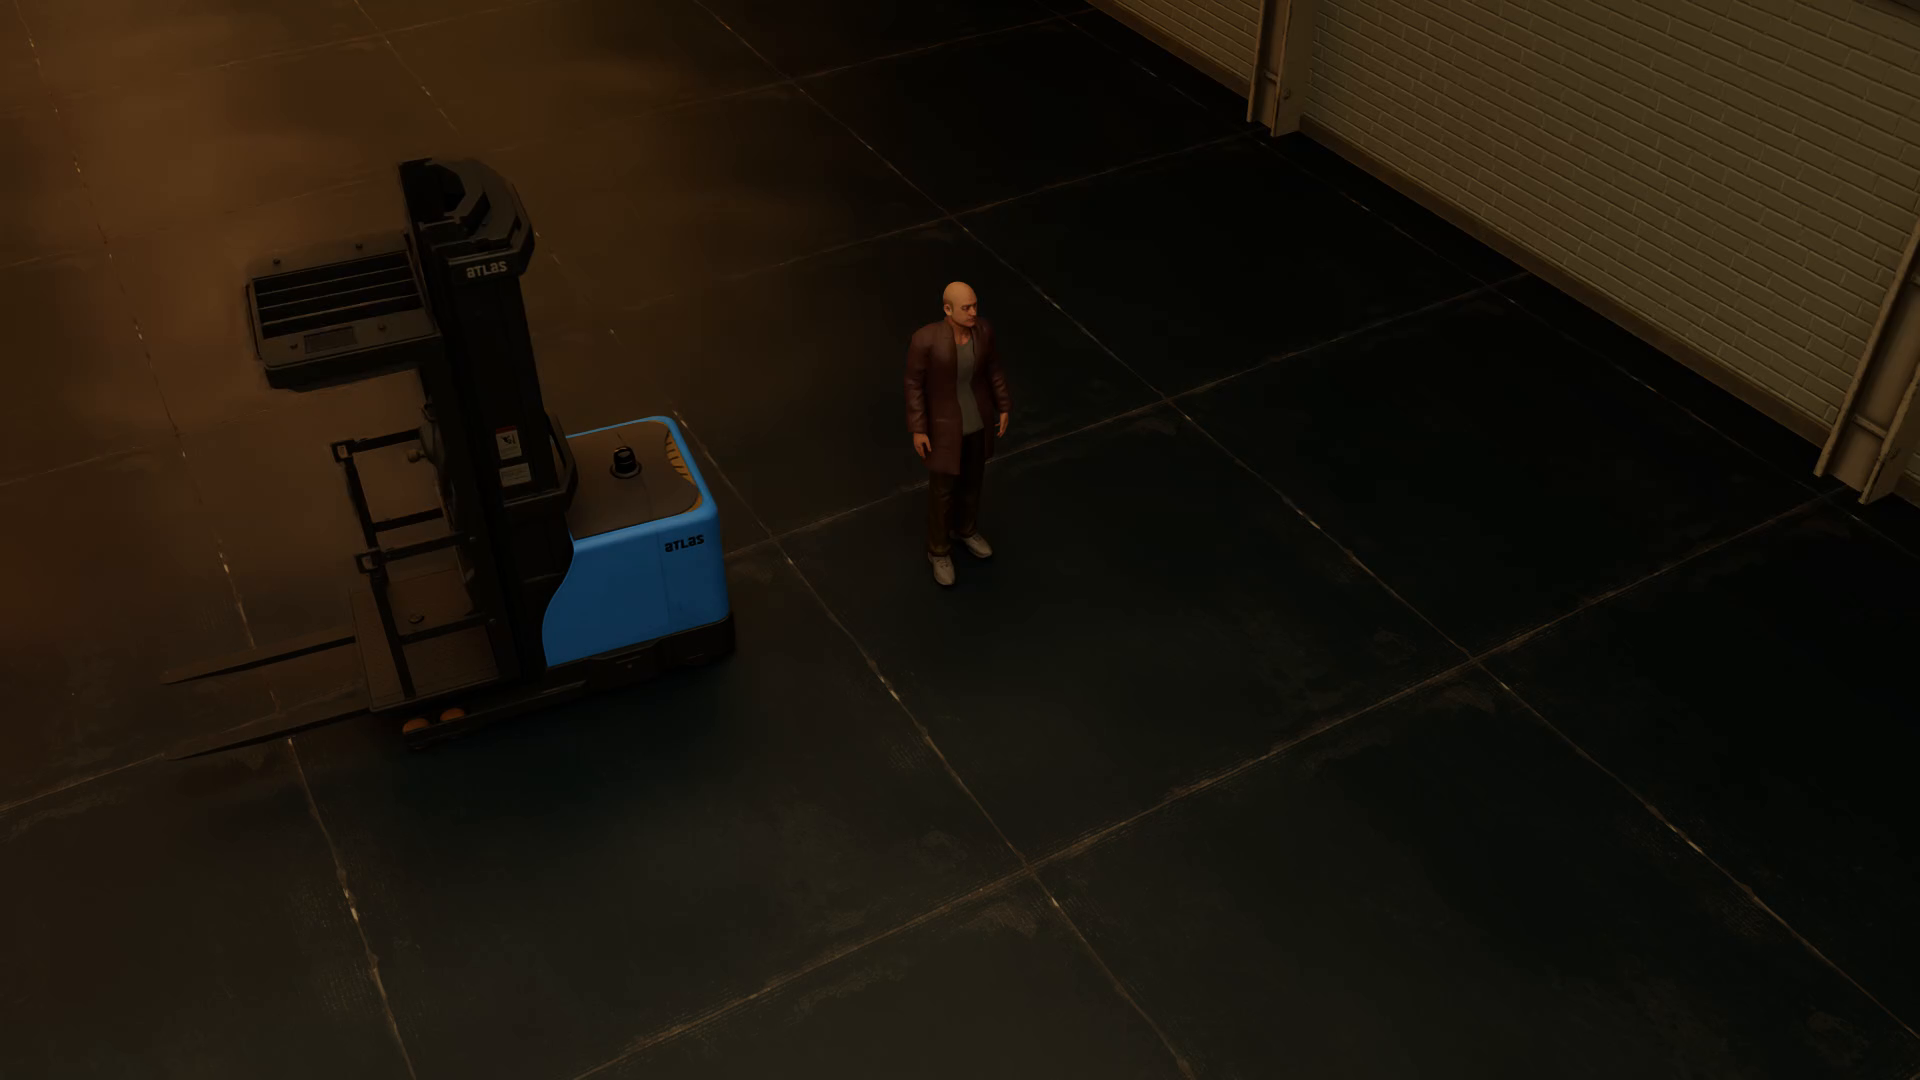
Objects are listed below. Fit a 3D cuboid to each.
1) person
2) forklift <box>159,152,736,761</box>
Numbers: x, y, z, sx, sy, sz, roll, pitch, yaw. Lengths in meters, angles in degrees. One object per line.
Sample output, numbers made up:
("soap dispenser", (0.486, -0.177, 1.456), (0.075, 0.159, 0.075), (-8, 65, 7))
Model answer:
("person", (0.043, -0.638, 9.697), (0.698, 1.777, 0.579), (-20, 44, -23))
("forklift", (-2.850, -0.388, 8.504), (3.031, 2.935, 1.130), (-15, 42, -17))
